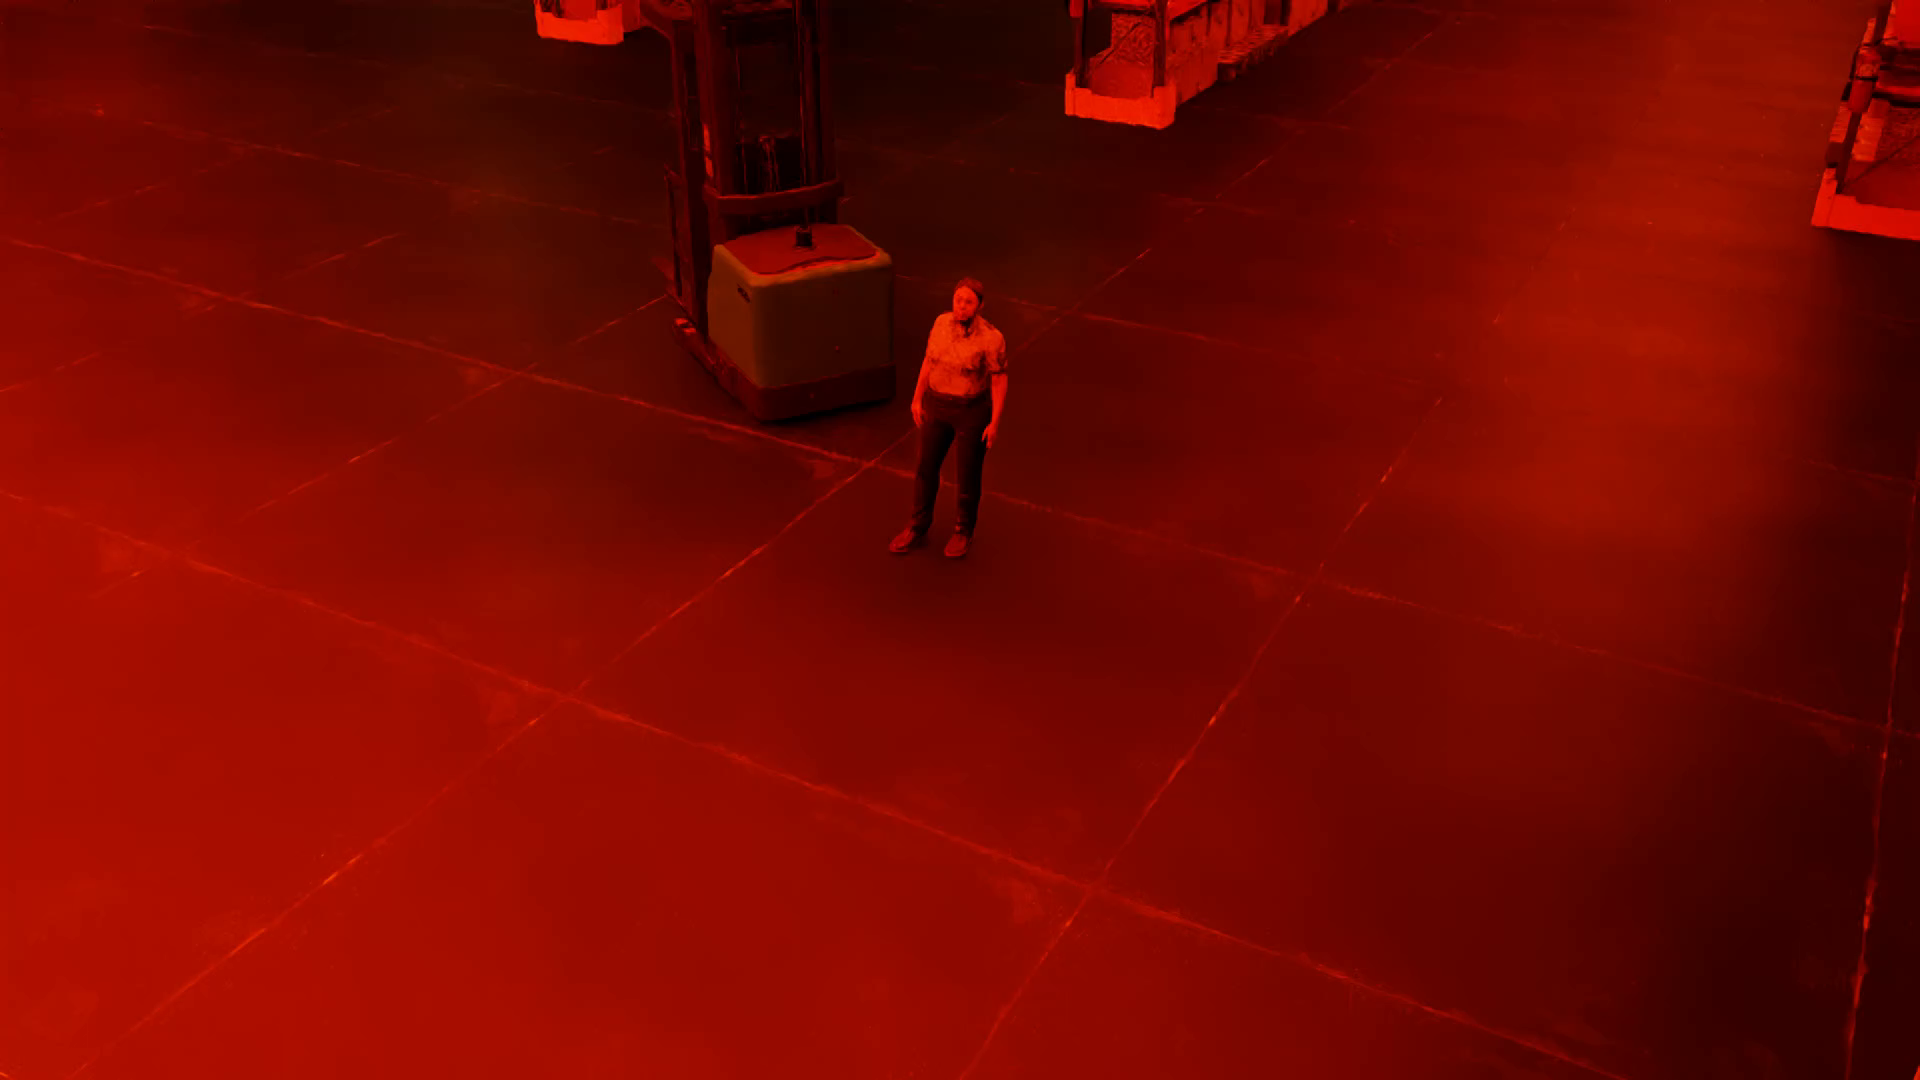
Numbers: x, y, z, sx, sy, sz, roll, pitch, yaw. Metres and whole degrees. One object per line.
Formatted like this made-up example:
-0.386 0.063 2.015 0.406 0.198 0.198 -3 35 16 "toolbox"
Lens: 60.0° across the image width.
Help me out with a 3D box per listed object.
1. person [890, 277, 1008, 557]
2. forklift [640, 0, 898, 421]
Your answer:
-0.063 -0.686 9.529 0.599 1.650 0.502 15 33 25 "person"
-1.546 -2.791 11.907 1.130 2.935 3.031 -14 33 -23 "forklift"
